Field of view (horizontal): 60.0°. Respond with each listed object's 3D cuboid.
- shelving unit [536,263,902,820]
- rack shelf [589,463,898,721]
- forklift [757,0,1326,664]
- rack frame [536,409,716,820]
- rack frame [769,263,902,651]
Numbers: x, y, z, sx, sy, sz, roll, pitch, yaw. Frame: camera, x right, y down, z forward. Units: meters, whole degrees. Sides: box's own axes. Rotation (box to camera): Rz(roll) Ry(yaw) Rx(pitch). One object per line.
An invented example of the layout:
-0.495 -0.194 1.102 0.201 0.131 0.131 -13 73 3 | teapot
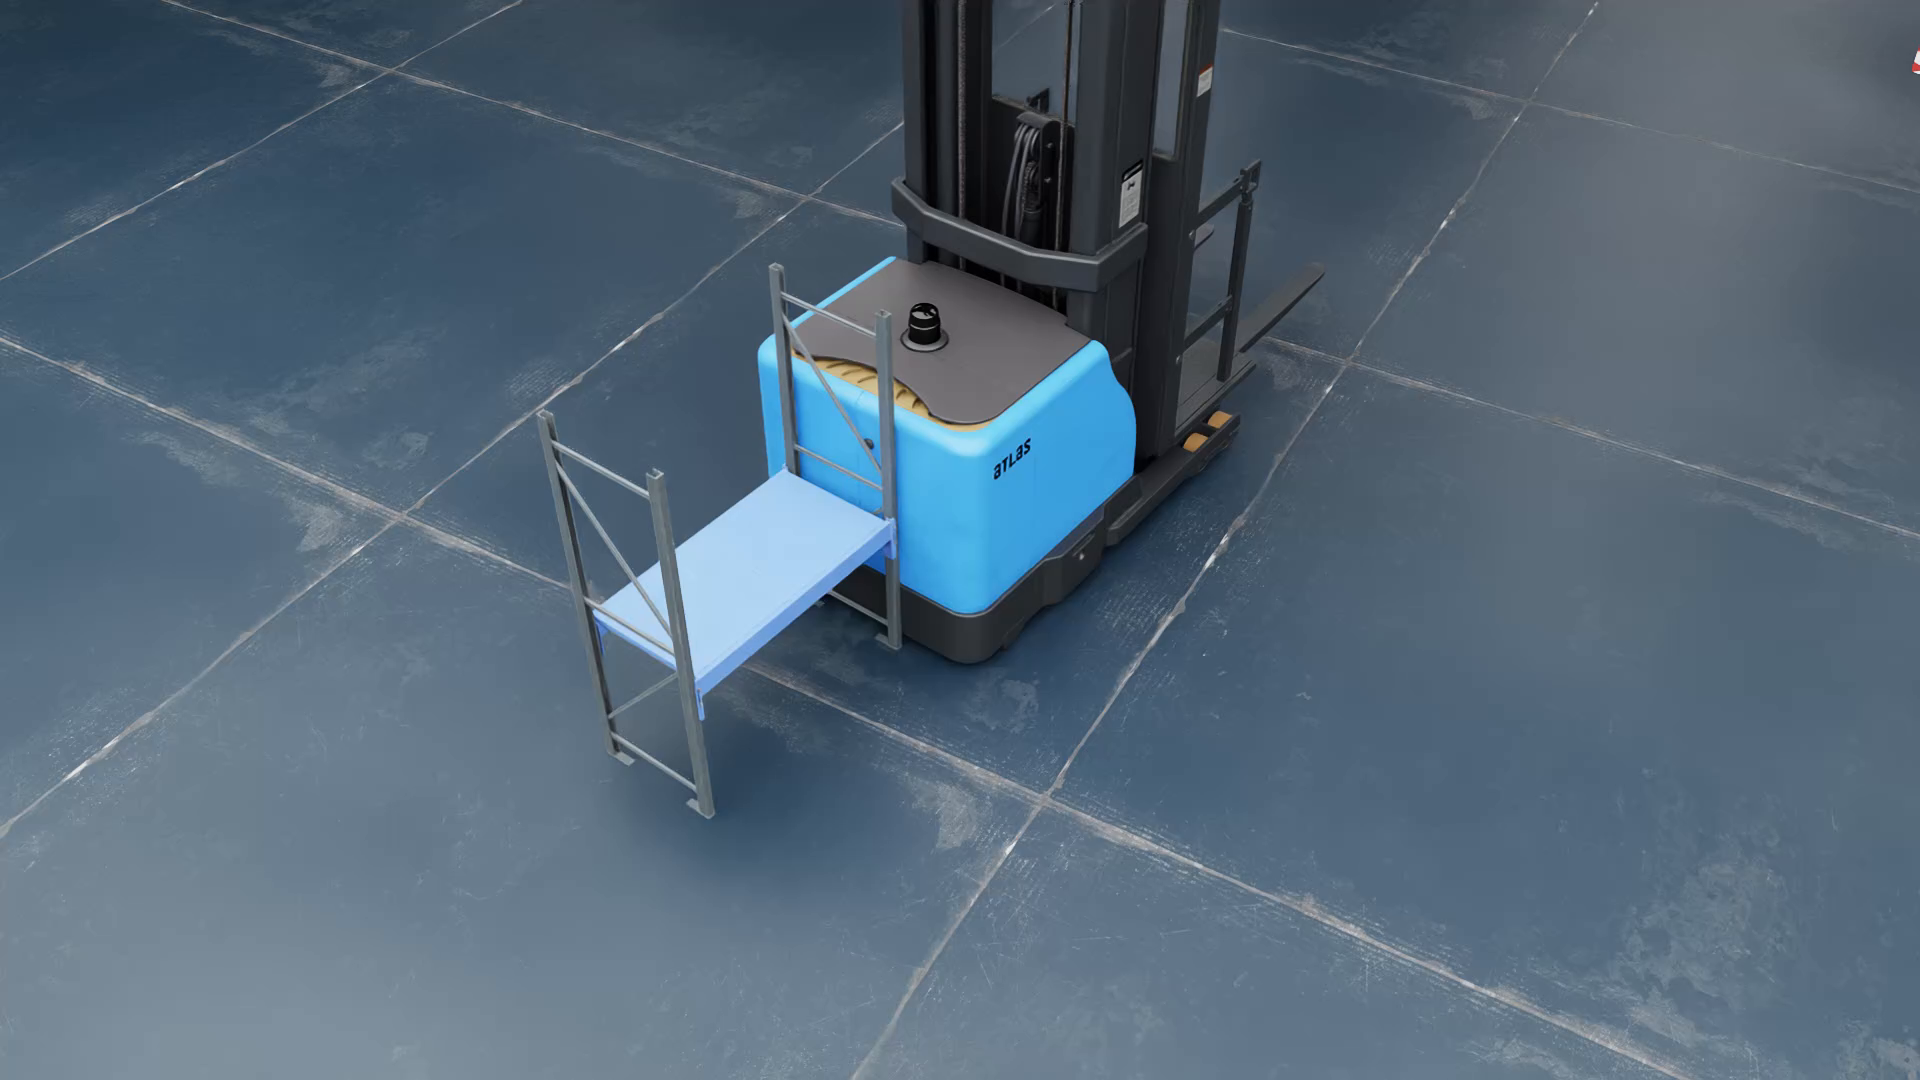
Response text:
-0.735 0.016 5.597 0.538 1.500 1.048 27 48 27 | shelving unit
-0.735 0.151 5.715 0.538 0.185 1.000 27 48 27 | rack shelf
0.553 -1.567 6.312 1.130 2.935 3.031 27 48 27 | forklift
-1.044 0.283 5.293 0.500 1.500 0.032 27 48 27 | rack frame
-0.427 -0.251 5.900 0.500 1.500 0.032 27 48 27 | rack frame
